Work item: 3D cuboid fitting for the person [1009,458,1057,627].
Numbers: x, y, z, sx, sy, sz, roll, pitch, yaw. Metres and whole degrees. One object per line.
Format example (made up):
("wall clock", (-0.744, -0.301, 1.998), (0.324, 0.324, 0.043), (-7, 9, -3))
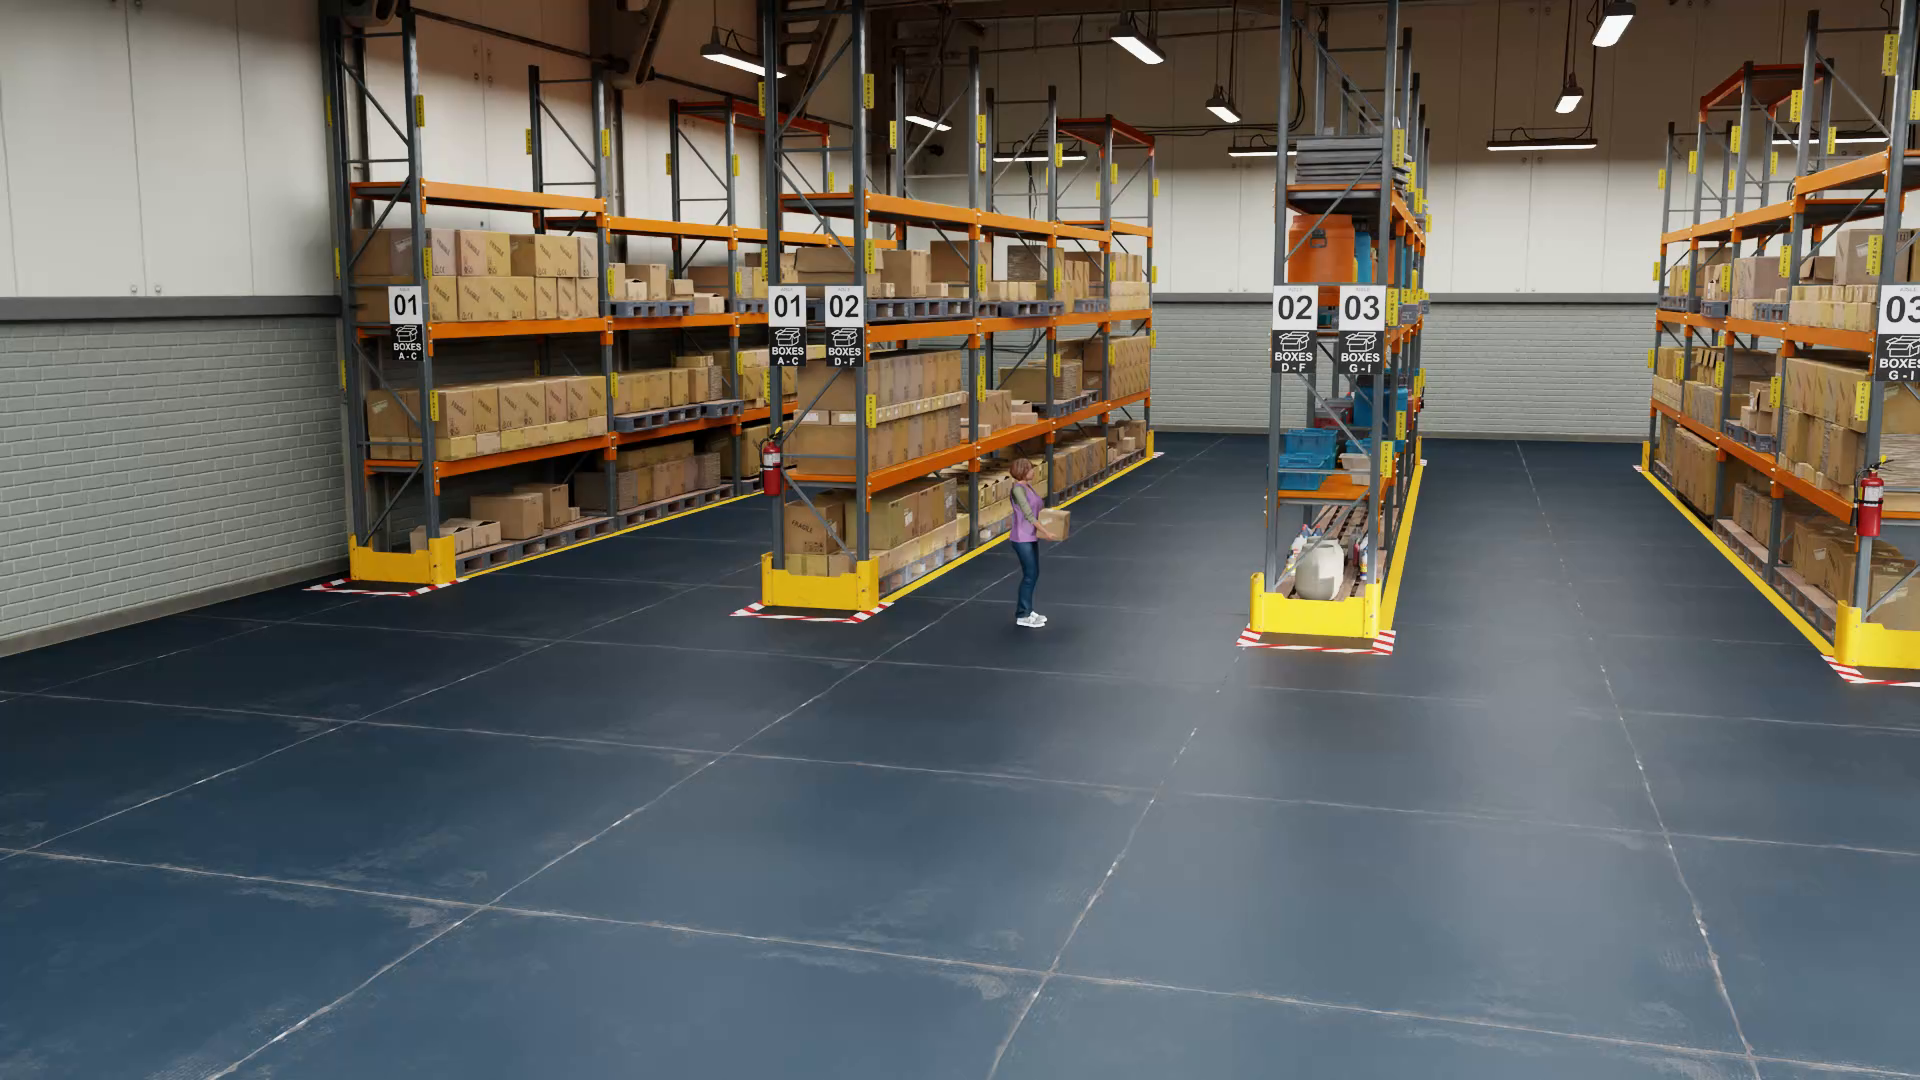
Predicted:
("person", (0.713, 0.019, 15.764), (0.495, 1.589, 0.408), (3, 9, 16))
